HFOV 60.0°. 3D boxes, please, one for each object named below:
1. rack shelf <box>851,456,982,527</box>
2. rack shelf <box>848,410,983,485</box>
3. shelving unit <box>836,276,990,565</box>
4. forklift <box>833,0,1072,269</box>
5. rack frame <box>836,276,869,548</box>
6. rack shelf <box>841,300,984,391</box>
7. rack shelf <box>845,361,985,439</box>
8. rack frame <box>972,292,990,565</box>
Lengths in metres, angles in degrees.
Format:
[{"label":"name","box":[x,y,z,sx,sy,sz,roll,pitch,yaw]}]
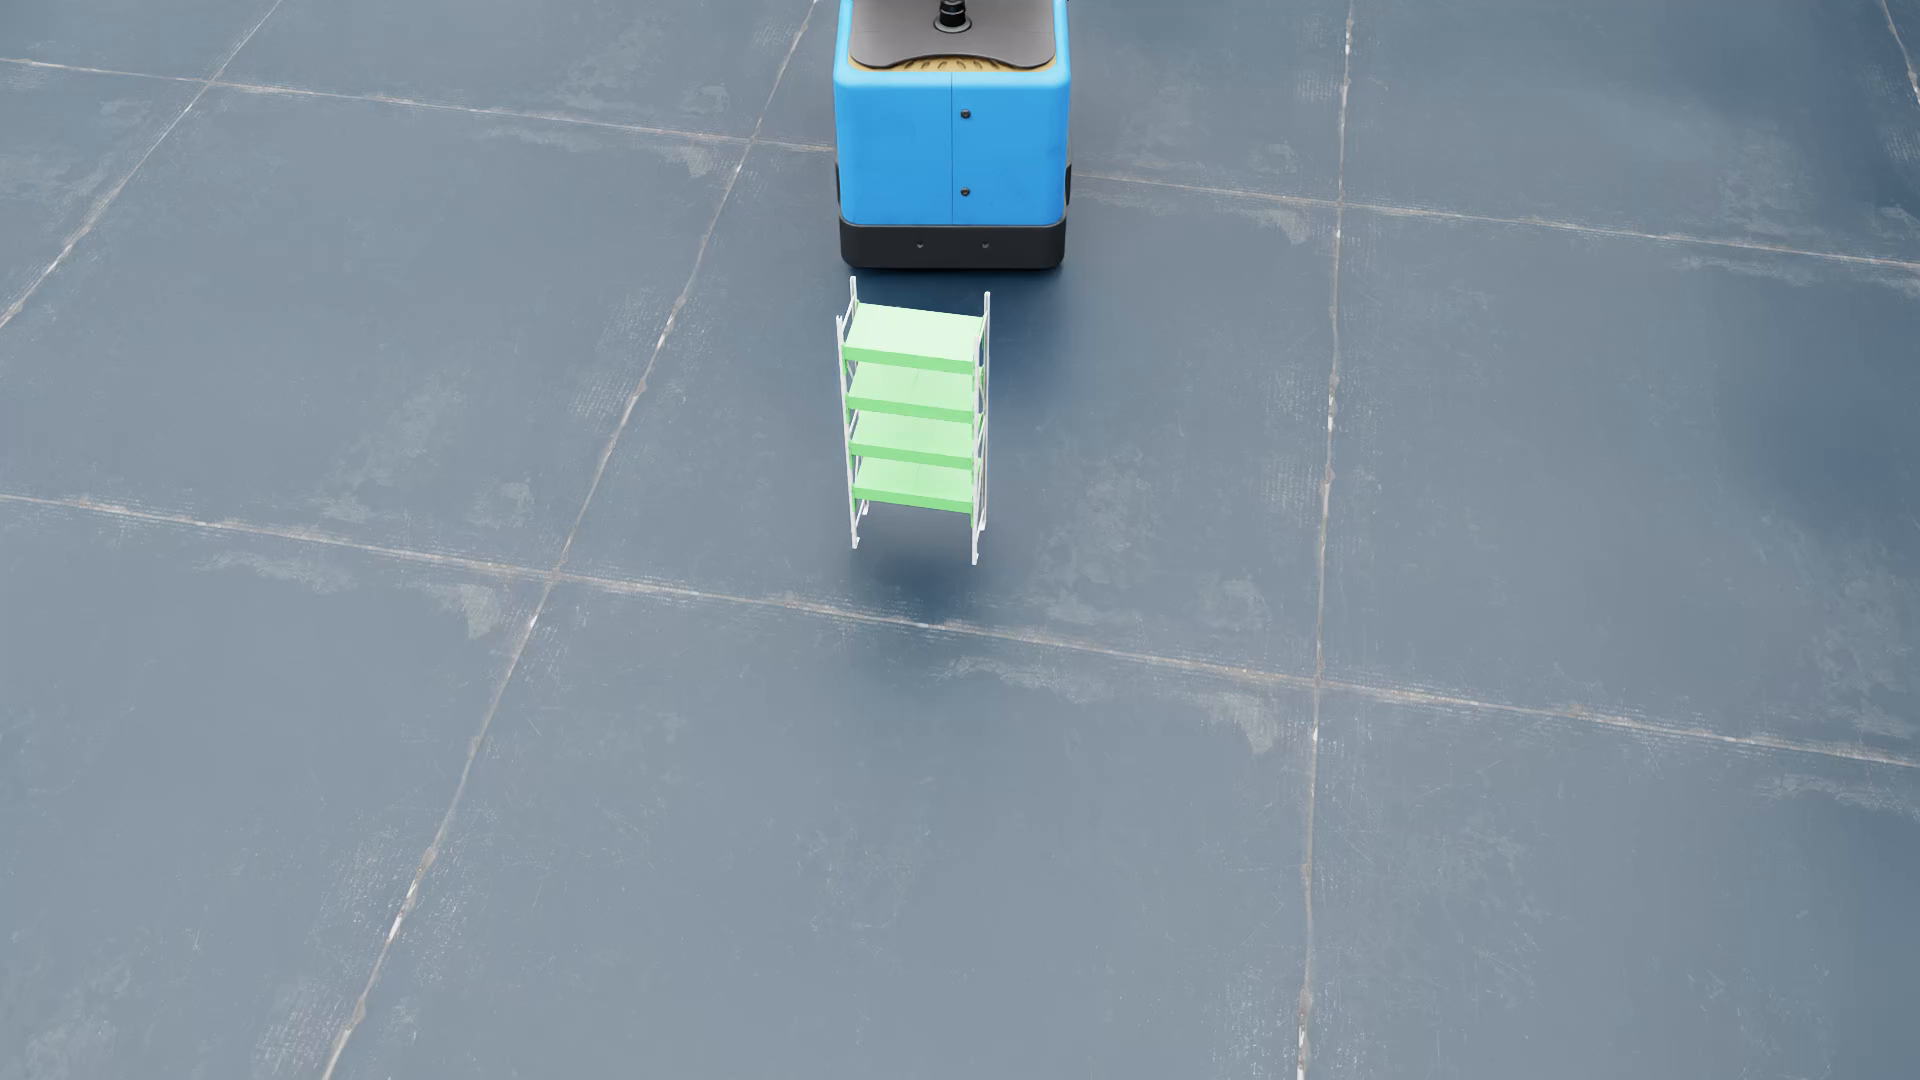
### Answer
[{"label":"rack shelf","box":[-0.163,-0.220,6.521,0.480,0.148,0.258,8,49,7]},{"label":"rack shelf","box":[-0.163,-0.380,6.343,0.480,0.148,0.258,8,49,7]},{"label":"shelving unit","box":[-0.163,-0.423,6.295,0.503,1.200,0.258,8,49,7]},{"label":"forklift","box":[-0.026,-3.327,7.741,1.130,2.935,3.031,0,48,0]},{"label":"rack frame","box":[-0.403,-0.455,6.324,0.015,1.200,0.240,8,49,7]},{"label":"rack shelf","box":[-0.163,-0.701,5.986,0.480,0.148,0.258,8,49,7]},{"label":"rack shelf","box":[-0.163,-0.541,6.164,0.480,0.148,0.258,8,49,7]},{"label":"rack frame","box":[0.077,-0.391,6.266,0.015,1.200,0.240,8,49,7]}]
